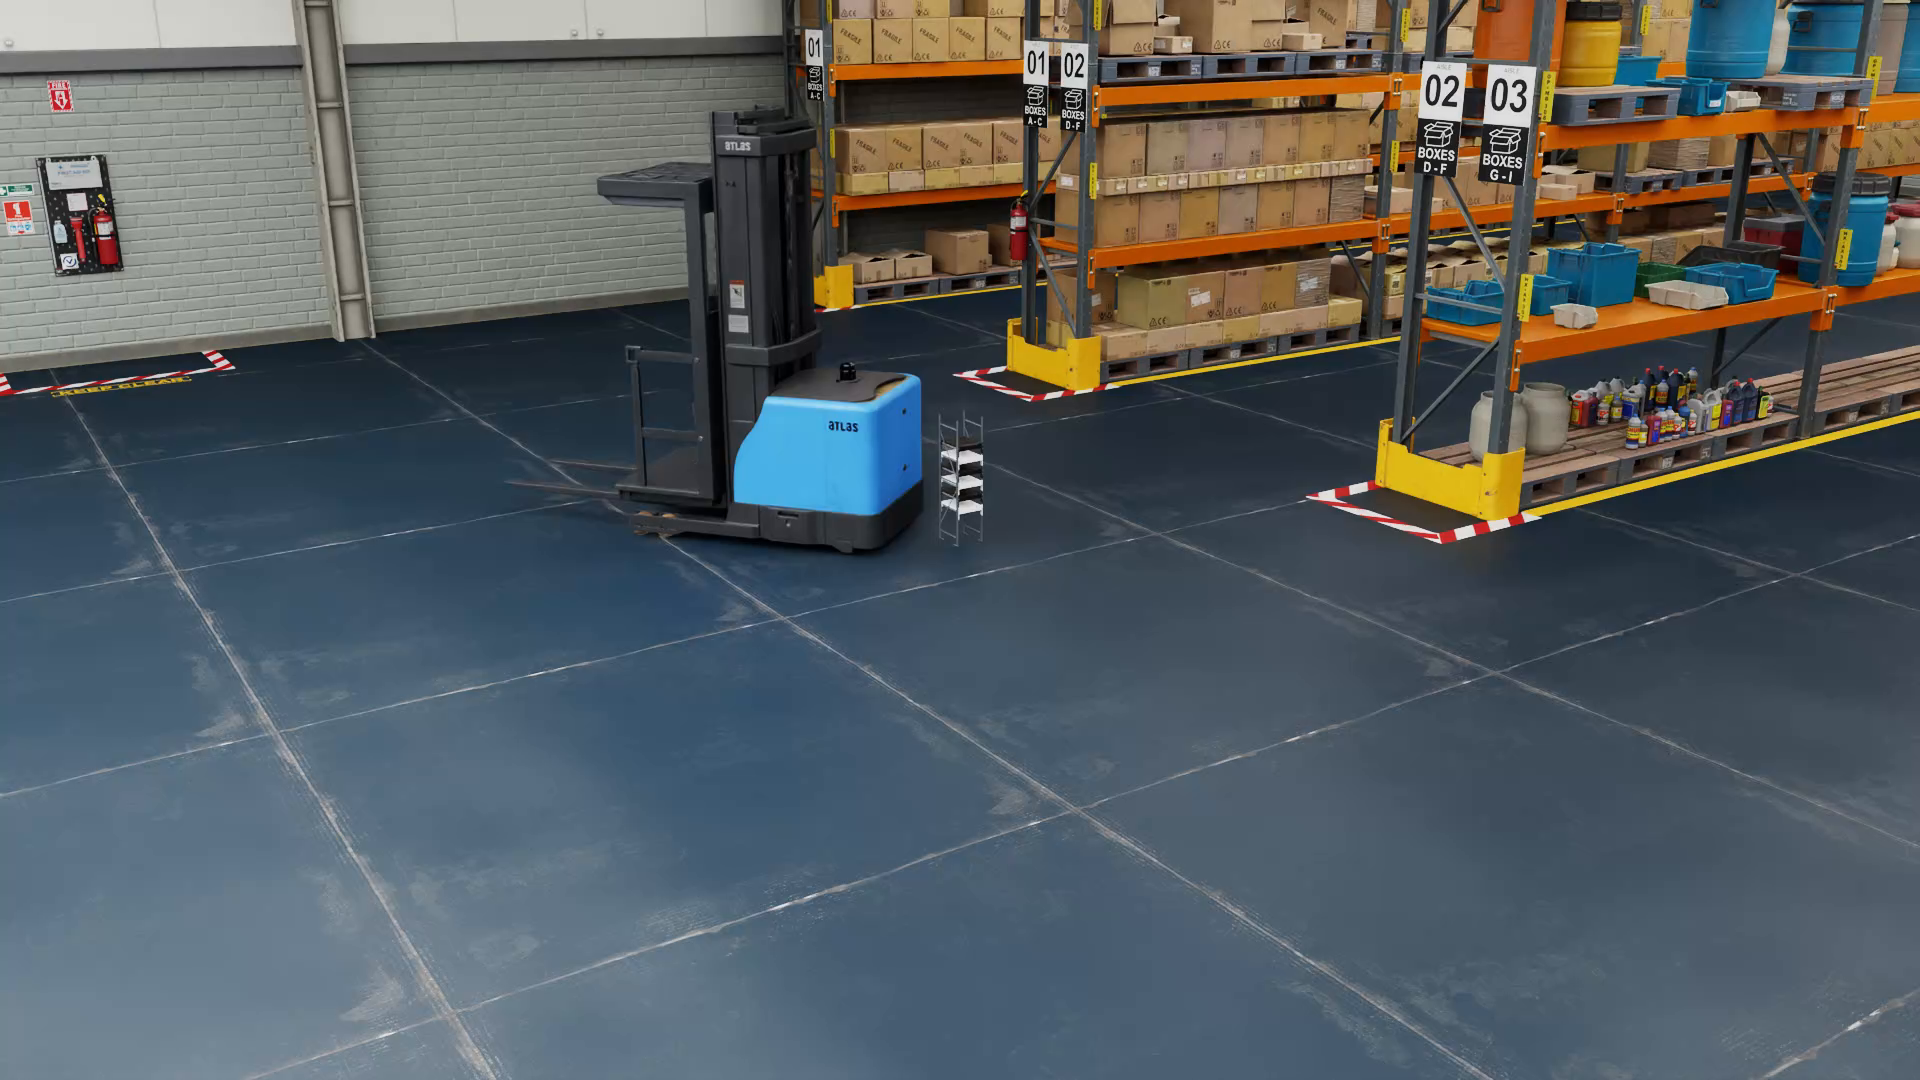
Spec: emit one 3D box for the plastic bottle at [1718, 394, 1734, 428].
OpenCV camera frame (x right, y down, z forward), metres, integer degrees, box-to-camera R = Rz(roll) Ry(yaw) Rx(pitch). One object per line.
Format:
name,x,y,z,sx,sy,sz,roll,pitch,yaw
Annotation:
plastic bottle,6.347,-1.076,13.797,0.133,0.283,0.061,-10,21,-28

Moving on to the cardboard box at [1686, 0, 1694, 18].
cardboard box,8.839,-6.645,20.316,0.500,0.500,0.500,-12,22,-31

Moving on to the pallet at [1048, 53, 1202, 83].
pallet,1.543,-4.536,15.933,1.213,0.211,1.003,-12,22,-31

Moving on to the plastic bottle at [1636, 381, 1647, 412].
plastic bottle,5.837,-1.234,14.284,0.097,0.271,0.097,0,19,0

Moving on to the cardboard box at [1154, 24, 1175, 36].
cardboard box,1.754,-4.928,16.314,0.500,0.250,0.500,-12,22,-31

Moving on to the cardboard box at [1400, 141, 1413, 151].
cardboard box,6.569,-5.932,24.970,0.250,0.149,0.380,-12,22,-31

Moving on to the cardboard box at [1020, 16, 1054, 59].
cardboard box,0.836,-6.305,20.841,0.500,0.500,0.500,-14,23,-36

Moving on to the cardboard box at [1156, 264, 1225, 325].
cardboard box,2.335,-2.506,16.940,0.500,0.500,0.500,-12,22,-31

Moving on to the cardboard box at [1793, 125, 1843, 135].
cardboard box,11.508,-5.682,22.150,0.500,0.500,0.500,-11,22,-30

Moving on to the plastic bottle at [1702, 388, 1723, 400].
plastic bottle,6.358,-1.147,14.021,0.135,0.276,0.152,-12,22,-31

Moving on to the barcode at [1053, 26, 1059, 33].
barcode,0.925,-4.917,16.017,0.075,0.075,0.001,-12,22,-31

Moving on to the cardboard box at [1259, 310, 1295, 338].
cardboard box,3.179,-2.323,17.569,0.500,0.250,0.500,-12,22,-31

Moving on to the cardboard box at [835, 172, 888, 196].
cardboard box,-1.208,-4.303,19.992,0.500,0.250,0.500,-13,22,-33

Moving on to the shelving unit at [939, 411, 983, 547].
shelving unit,0.007,-0.428,11.605,0.210,0.900,0.258,-12,22,-31

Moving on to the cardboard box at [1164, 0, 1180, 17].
cardboard box,3.082,-7.028,22.353,0.500,0.500,0.500,-13,23,-33

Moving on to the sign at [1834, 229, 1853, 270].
sign,7.293,-2.400,13.729,0.005,0.325,0.100,-12,22,-31

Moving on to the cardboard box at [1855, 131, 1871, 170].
cardboard box,11.961,-5.308,22.607,0.500,0.500,0.500,-11,22,-30

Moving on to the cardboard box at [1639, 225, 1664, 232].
cardboard box,8.704,-3.791,21.491,0.500,0.500,0.500,-13,23,-33

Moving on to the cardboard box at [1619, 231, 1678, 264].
cardboard box,8.591,-3.570,20.837,0.500,0.500,0.500,-13,23,-33

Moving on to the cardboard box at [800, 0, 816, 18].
cardboard box,-1.573,-6.461,19.740,0.500,0.500,0.500,-11,21,-29

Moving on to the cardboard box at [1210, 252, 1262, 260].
cardboard box,2.884,-2.821,17.873,0.500,0.500,0.500,-12,22,-31

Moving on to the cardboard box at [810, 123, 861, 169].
cardboard box,-1.513,-4.797,20.283,0.500,0.500,0.500,-12,22,-32

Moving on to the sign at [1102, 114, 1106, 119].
sign,1.856,-5.334,21.489,0.005,0.325,0.100,-12,22,-31

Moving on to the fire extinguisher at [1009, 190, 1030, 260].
fire extinguisher,0.584,-3.106,16.369,0.183,0.674,0.296,-12,22,-31

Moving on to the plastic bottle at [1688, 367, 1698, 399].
plastic bottle,6.492,-1.395,14.762,0.097,0.271,0.097,0,19,0

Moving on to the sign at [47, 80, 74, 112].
sign,-8.838,-4.360,16.338,0.199,0.298,0.001,-12,22,-31

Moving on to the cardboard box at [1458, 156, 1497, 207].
cardboard box,5.787,-4.103,19.042,0.500,0.500,0.500,-12,22,-31

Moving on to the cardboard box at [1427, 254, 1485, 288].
cardboard box,5.613,-3.090,18.964,0.500,0.311,0.500,-13,22,-33

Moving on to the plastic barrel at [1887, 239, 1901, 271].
plastic barrel,8.189,-2.545,14.805,0.301,0.262,0.301,0,19,0

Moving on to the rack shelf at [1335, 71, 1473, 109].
rack shelf,5.949,-5.176,18.812,4.000,0.370,1.077,-12,22,-31

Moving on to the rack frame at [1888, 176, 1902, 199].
rack frame,14.301,-5.858,24.387,0.127,3.000,1.000,-12,22,-31

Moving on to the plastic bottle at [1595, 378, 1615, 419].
plastic bottle,5.429,-1.200,14.059,0.185,0.351,0.144,-11,22,-29

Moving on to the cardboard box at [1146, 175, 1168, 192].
cardboard box,1.812,-3.496,16.234,0.250,0.149,0.380,-12,22,-31

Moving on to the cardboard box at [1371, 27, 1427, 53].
cardboard box,4.798,-5.399,17.925,0.500,0.250,0.500,-9,21,-26

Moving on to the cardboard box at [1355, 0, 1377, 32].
cardboard box,5.679,-7.658,24.185,0.500,0.500,0.700,-13,23,-34

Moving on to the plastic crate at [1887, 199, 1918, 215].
plastic crate,8.822,-2.950,15.688,0.583,0.464,0.402,-12,22,-31

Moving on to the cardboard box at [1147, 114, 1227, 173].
cardboard box,2.236,-3.972,16.630,0.500,0.500,0.700,-12,22,-31

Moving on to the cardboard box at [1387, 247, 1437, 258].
cardboard box,5.308,-3.234,19.390,0.500,0.311,0.500,-12,22,-32

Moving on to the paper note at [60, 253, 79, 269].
paper note,-8.963,-2.806,16.738,0.142,0.148,0.016,-12,22,-31

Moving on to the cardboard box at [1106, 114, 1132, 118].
cardboard box,1.995,-5.404,22.204,0.500,0.500,0.700,-12,22,-31

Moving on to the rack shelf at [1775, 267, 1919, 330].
rack shelf,8.670,-2.430,15.371,4.000,0.370,1.077,-12,22,-31

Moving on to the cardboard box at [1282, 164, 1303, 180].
cardboard box,3.318,-3.815,17.175,0.250,0.149,0.380,-12,22,-32

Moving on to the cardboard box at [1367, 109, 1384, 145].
cardboard box,5.881,-6.077,24.386,0.500,0.500,0.500,-11,22,-30

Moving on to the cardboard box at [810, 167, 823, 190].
cardboard box,-1.506,-4.436,20.386,0.500,0.250,0.500,-12,22,-31

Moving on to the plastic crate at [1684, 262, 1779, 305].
plastic crate,6.225,-2.080,13.447,0.616,0.251,0.499,-12,22,-31

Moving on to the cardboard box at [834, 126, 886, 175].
cardboard box,-1.226,-4.661,19.880,0.500,0.500,0.500,-12,22,-31

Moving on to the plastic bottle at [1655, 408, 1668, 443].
plastic bottle,5.631,-0.926,13.373,0.097,0.271,0.097,0,19,0

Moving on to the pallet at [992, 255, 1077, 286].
pallet,1.009,-3.619,22.121,1.213,0.211,1.003,-12,22,-31

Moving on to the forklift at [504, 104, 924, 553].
forklift,-1.839,-1.558,11.778,3.031,2.935,1.130,6,20,17

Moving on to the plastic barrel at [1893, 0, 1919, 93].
plastic barrel,8.397,-4.455,14.772,0.708,0.901,0.600,-12,22,-31

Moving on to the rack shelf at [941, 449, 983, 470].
rack shelf,0.007,-0.567,11.558,0.200,0.077,0.258,-12,22,-31

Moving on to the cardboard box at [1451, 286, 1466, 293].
cardboard box,5.610,-2.827,19.060,0.500,0.250,0.500,-13,22,-33

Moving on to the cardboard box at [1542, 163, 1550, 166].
cardboard box,9.553,-6.115,27.385,0.250,0.149,0.380,-12,22,-31

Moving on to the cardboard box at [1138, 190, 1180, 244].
cardboard box,1.771,-3.259,16.546,0.500,0.500,0.700,-11,22,-30

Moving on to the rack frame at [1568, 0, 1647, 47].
rack frame,7.619,-7.290,19.258,0.127,3.000,1.000,-12,22,-31

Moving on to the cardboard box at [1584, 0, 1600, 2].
cardboard box,9.817,-8.660,26.245,0.500,0.500,0.500,-12,22,-31

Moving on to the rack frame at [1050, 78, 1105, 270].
rack frame,1.551,-5.068,22.053,0.127,3.000,1.000,-12,22,-31

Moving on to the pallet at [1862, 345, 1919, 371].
pallet,9.672,-1.676,16.372,1.213,0.211,1.003,-12,22,-31
